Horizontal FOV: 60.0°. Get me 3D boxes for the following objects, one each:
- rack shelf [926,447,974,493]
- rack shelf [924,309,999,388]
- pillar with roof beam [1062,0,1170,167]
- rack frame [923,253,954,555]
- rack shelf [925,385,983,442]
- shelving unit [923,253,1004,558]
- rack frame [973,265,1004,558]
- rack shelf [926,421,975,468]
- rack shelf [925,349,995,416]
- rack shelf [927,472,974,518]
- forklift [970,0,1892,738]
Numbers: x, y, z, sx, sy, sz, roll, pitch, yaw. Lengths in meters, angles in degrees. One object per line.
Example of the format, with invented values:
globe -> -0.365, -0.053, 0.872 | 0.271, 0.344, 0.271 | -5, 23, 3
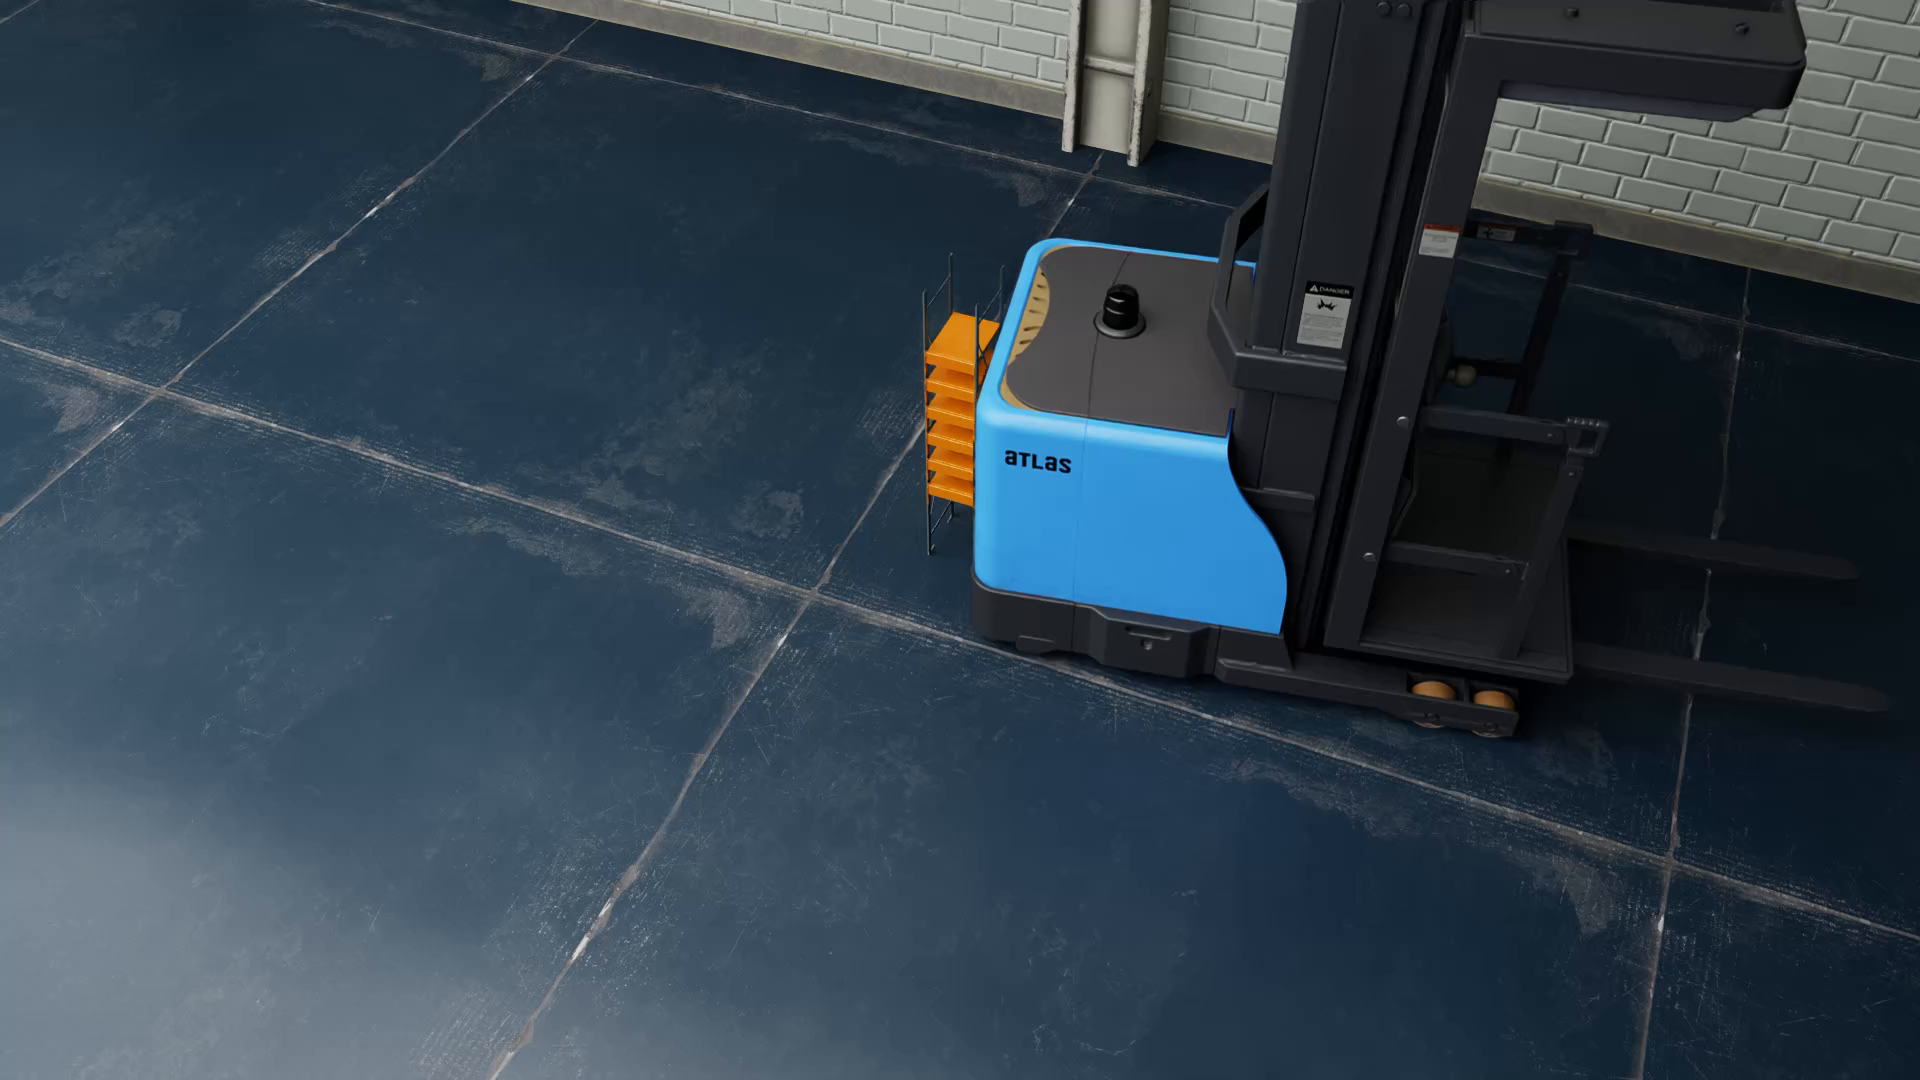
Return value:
rack shelf -> 0.013, -0.305, 5.939 | 0.180, 0.103, 0.258 | 16, 47, 16
rack shelf -> 0.013, -0.645, 5.600 | 0.180, 0.103, 0.258 | 16, 47, 16
pillar with roof beam -> -0.917, -2.351, 2.233 | 0.400, 9.000, 9.100 | 16, 47, 16
rack frame -> -0.072, -0.446, 5.848 | 0.006, 1.200, 0.240 | 16, 47, 16
rack shelf -> 0.013, -0.475, 5.770 | 0.180, 0.103, 0.258 | 16, 47, 16
shelving unit -> 0.013, -0.422, 5.823 | 0.189, 1.200, 0.258 | 16, 47, 16
rack frame -> 0.097, -0.397, 5.798 | 0.006, 1.200, 0.240 | 16, 47, 16
rack shelf -> 0.013, -0.390, 5.854 | 0.180, 0.103, 0.258 | 16, 47, 16
rack shelf -> 0.013, -0.560, 5.685 | 0.180, 0.103, 0.258 | 16, 47, 16
rack shelf -> 0.013, -0.220, 6.024 | 0.180, 0.103, 0.258 | 16, 47, 16
forklift -> 1.609, -0.789, 4.965 | 3.031, 2.935, 1.130 | 9, 46, 9
